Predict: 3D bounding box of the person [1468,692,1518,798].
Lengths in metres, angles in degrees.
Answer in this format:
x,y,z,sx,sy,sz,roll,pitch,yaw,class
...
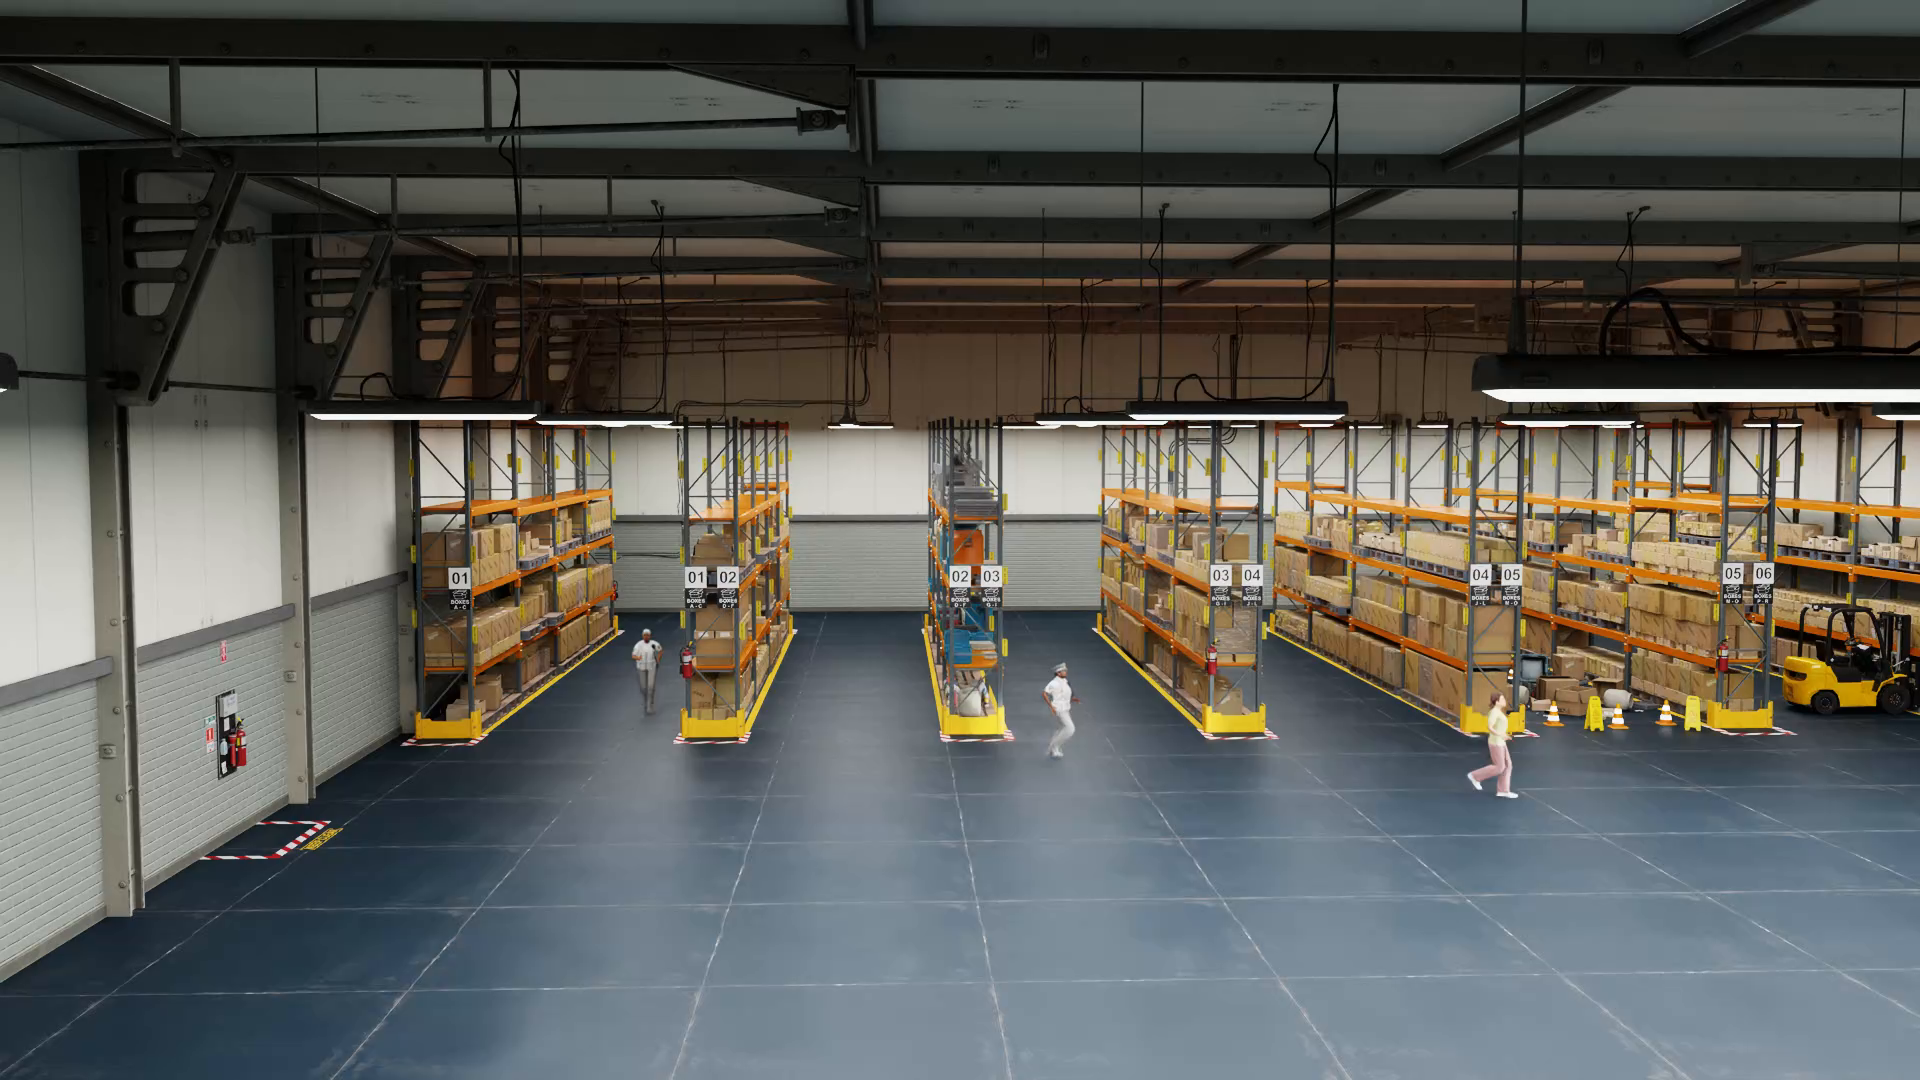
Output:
x,y,z,sx,sy,sz,roll,pitch,yaw,class
8.360,3.196,26.049,0.752,1.643,0.577,2,4,22,person

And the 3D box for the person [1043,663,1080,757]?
x,y,z,sx,sy,sz,roll,pitch,yaw,class
1.804,2.977,29.096,0.632,1.659,0.557,2,4,25,person

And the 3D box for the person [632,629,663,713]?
x,y,z,sx,sy,sz,roll,pitch,yaw,class
-6.395,2.649,33.976,0.608,1.665,0.872,0,4,-5,person
